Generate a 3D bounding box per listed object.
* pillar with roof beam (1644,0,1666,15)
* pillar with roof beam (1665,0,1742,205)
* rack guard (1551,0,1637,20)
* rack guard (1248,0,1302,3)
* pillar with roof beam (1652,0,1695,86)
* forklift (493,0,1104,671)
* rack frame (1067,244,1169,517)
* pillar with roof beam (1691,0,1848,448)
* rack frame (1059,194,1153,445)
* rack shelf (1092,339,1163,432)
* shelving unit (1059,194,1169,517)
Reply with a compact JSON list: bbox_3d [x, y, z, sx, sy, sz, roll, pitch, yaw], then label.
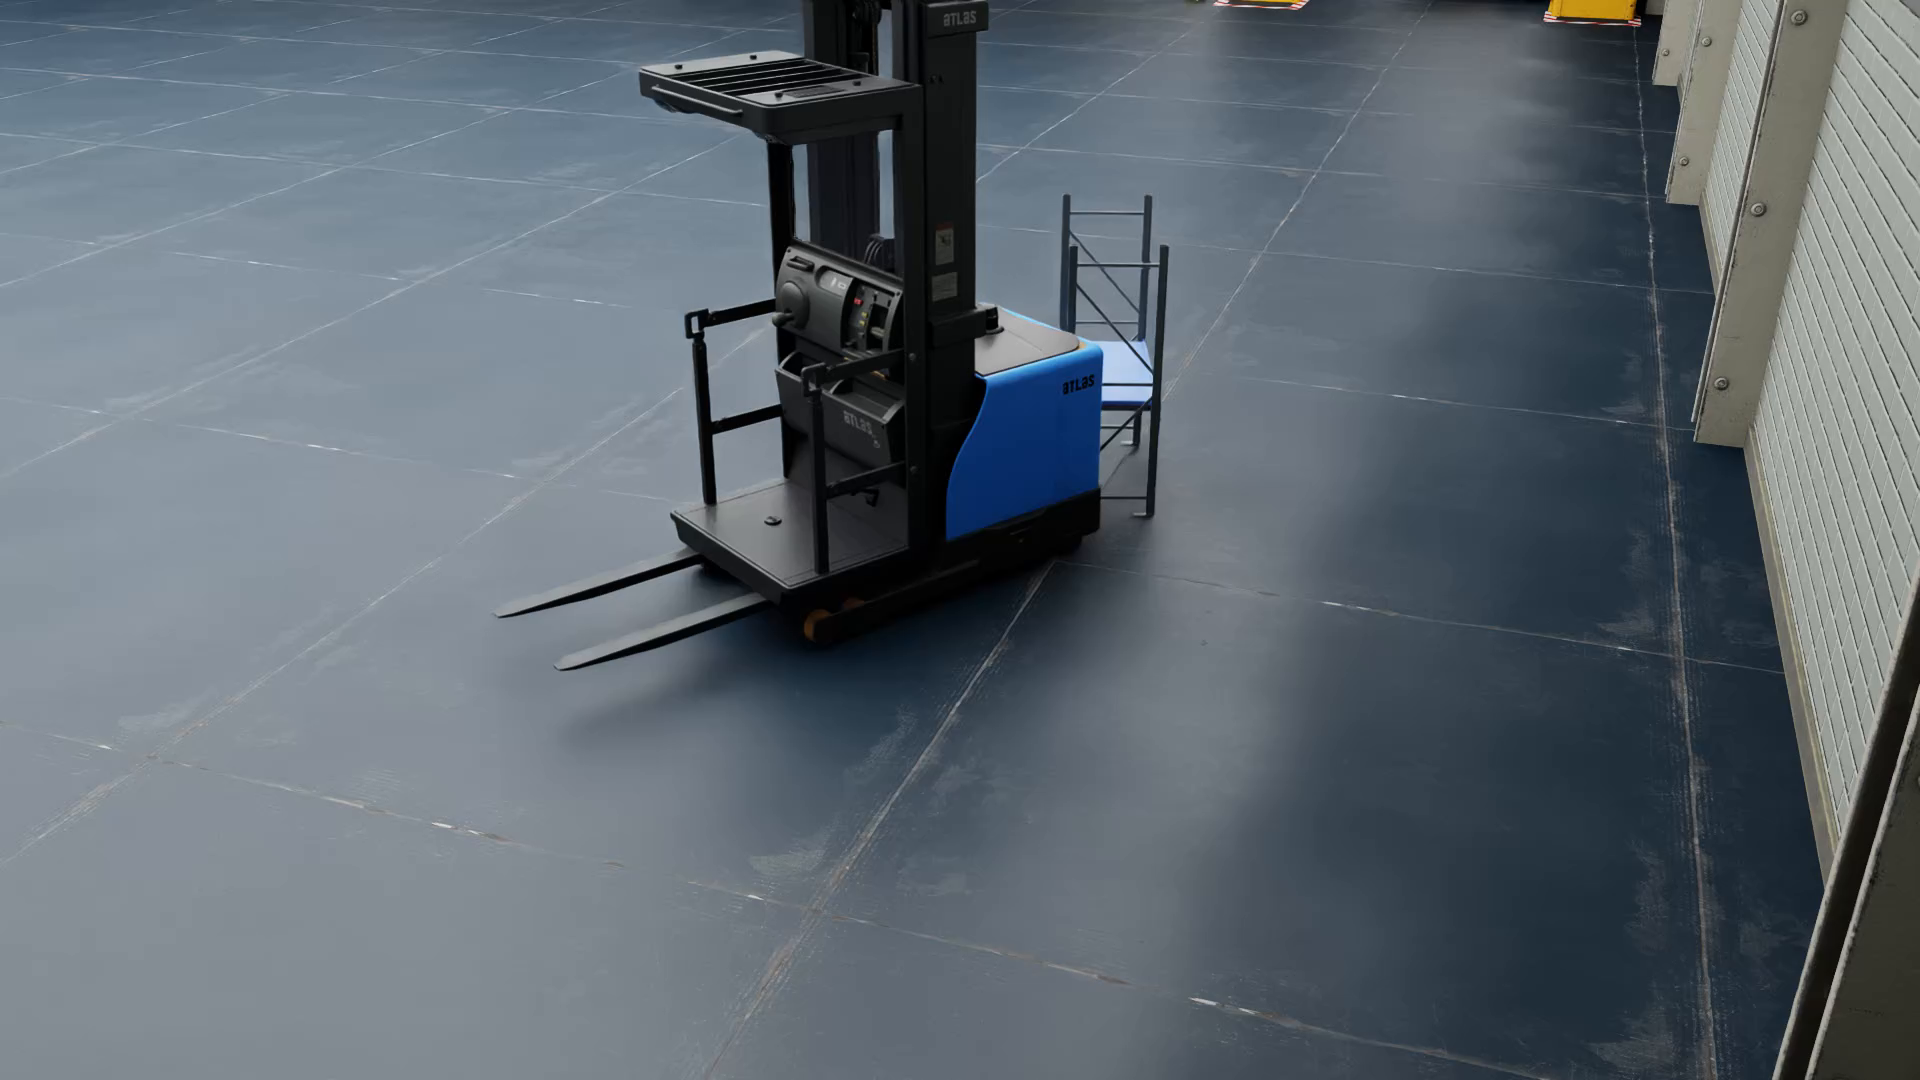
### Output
[{"bbox_3d":[6.541,-12.719,24.692,9.100,9.000,0.400,9,27,17],"label":"pillar with roof beam"},{"bbox_3d":[2.548,-7.787,14.507,9.100,9.000,0.400,9,27,17],"label":"pillar with roof beam"},{"bbox_3d":[9.511,-8.104,24.914,1.175,0.500,0.348,9,27,17],"label":"rack guard"},{"bbox_3d":[4.862,-8.863,26.482,1.175,0.500,0.348,9,27,17],"label":"rack guard"},{"bbox_3d":[4.544,-10.253,19.600,9.100,9.000,0.400,9,27,17],"label":"pillar with roof beam"},{"bbox_3d":[-0.734,-1.087,7.633,3.031,2.935,1.130,-19,32,-34],"label":"forklift"},{"bbox_3d":[0.802,-0.811,8.704,0.500,1.500,0.032,1,26,1],"label":"rack frame"},{"bbox_3d":[0.551,-5.322,9.415,9.100,9.000,0.400,9,27,17],"label":"pillar with roof beam"},{"bbox_3d":[0.825,-1.254,9.619,0.500,1.500,0.032,1,26,1],"label":"rack frame"},{"bbox_3d":[0.813,-0.871,9.240,0.538,0.185,1.000,1,26,1],"label":"rack shelf"},{"bbox_3d":[0.813,-1.033,9.162,0.538,1.500,1.048,1,26,1],"label":"shelving unit"}]
